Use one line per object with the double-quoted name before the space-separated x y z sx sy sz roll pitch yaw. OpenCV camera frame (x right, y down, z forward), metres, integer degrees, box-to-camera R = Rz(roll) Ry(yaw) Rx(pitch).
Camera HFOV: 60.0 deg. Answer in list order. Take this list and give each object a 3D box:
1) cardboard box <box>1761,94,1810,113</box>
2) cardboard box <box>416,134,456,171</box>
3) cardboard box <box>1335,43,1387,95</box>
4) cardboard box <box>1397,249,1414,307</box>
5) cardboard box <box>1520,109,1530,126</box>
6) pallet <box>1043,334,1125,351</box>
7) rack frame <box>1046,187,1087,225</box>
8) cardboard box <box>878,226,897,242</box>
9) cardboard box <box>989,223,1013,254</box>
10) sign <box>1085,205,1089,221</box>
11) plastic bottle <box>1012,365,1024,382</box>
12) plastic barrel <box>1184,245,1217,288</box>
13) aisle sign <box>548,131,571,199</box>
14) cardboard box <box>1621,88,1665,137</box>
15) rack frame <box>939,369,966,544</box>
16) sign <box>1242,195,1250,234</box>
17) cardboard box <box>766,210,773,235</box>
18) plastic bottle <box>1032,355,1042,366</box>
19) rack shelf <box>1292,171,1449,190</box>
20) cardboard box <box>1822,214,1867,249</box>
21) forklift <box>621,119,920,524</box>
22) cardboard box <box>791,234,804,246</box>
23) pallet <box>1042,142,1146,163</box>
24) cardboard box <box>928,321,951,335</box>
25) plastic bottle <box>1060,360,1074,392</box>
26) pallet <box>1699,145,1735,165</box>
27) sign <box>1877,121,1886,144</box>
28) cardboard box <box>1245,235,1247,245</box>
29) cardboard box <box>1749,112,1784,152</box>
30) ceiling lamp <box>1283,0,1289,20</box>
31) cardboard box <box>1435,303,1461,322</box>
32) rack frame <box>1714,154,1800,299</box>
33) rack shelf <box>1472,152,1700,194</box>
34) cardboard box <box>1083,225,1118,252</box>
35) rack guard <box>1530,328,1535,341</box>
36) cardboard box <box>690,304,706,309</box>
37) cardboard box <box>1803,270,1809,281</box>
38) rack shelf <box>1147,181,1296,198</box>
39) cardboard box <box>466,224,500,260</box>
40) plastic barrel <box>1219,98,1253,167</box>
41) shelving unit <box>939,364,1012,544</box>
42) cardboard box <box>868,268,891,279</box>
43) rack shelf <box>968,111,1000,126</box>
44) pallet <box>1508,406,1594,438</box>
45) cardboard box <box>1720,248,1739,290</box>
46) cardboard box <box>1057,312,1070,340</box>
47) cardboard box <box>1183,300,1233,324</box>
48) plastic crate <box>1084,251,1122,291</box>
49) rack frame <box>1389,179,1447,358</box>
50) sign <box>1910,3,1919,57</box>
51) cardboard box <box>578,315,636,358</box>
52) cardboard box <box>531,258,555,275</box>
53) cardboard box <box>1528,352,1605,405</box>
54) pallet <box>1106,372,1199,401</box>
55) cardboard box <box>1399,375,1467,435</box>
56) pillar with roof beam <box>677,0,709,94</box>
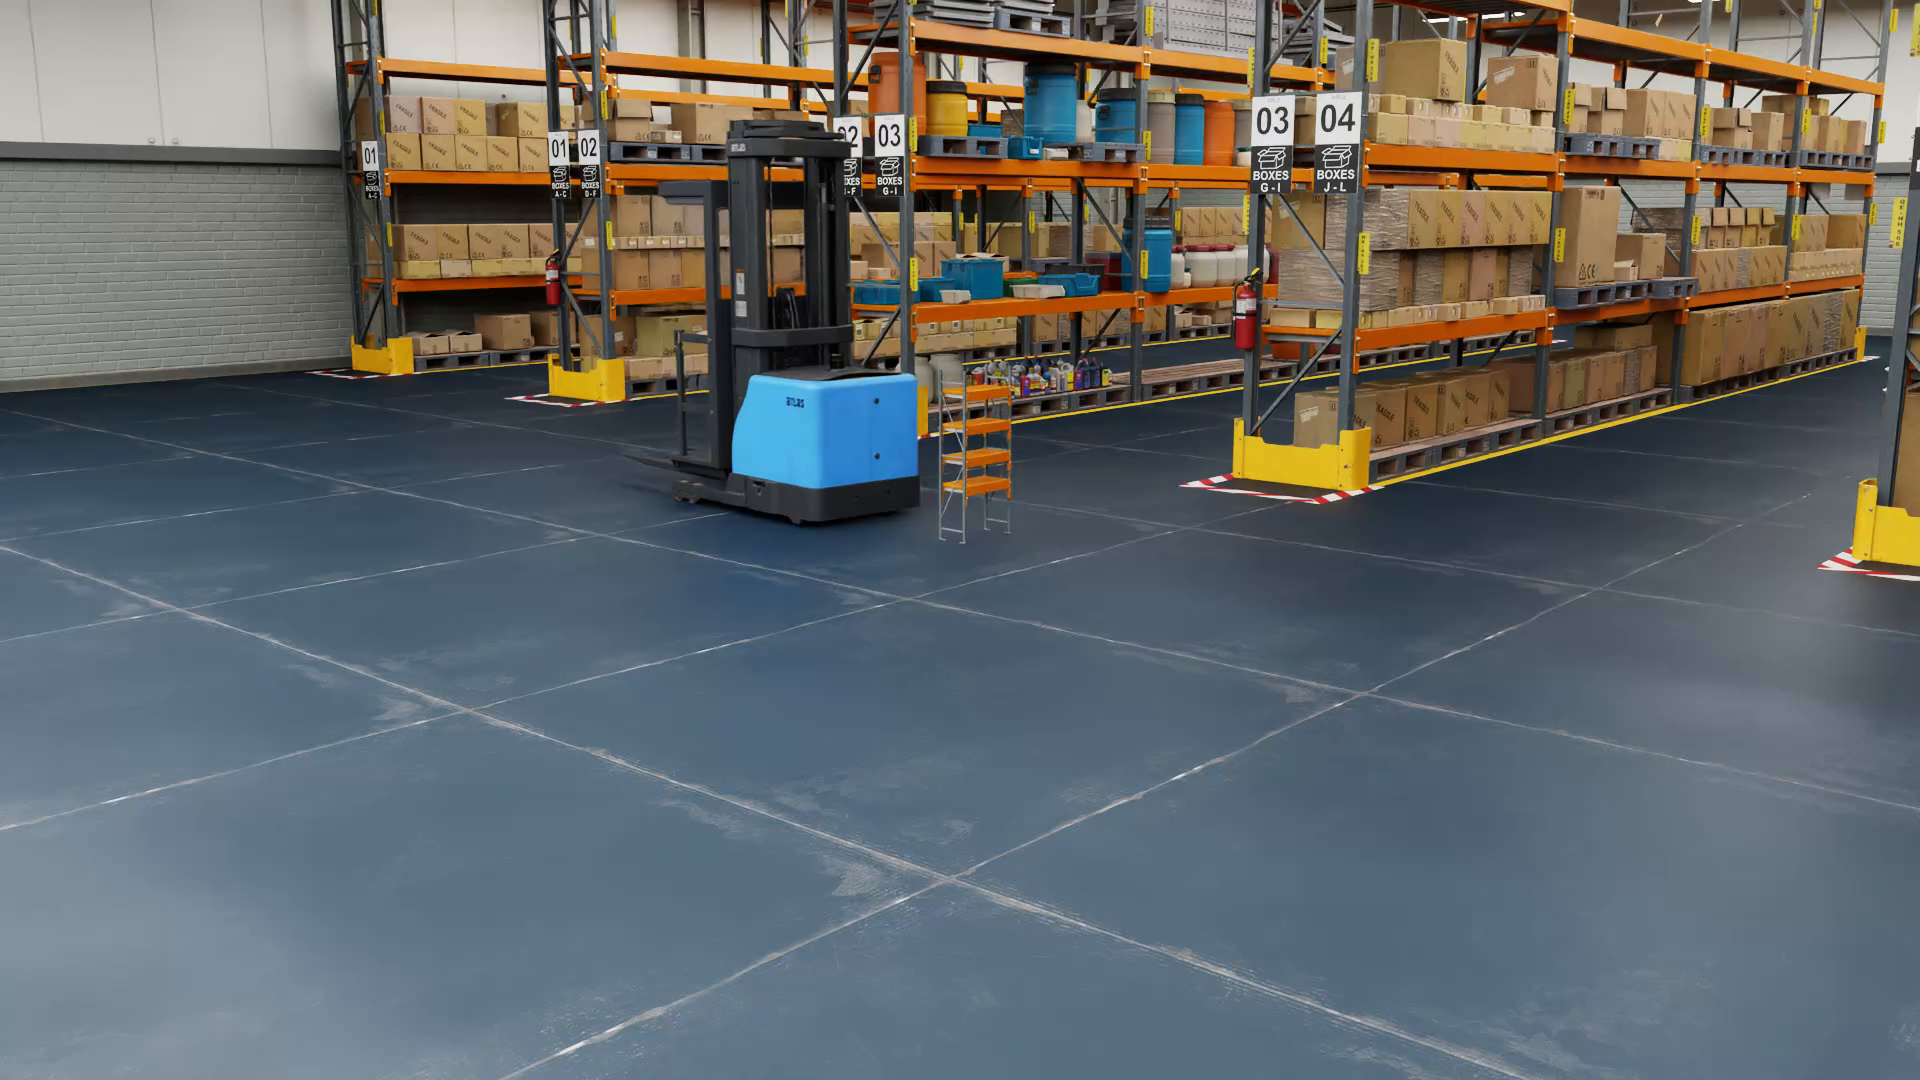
"cardboard box" 11.394 -6.005 22.961 0.500 0.250 0.500 9 14 37
"cardboard box" -7.525 -5.501 23.632 0.500 0.500 0.500 -11 16 -44
"cardboard box" 3.680 -4.131 14.785 0.500 0.500 0.500 10 15 40
"cardboard box" 3.471 -2.320 14.656 0.875 0.500 0.500 10 15 40
"cardboard box" 5.145 -3.980 15.685 0.380 0.149 0.250 9 14 38
"pallet" 2.016 -3.334 27.863 1.003 0.211 1.213 10 15 40
"rack frame" 2.247 -6.234 35.267 1.000 3.000 0.127 10 15 40
"cardboard box" -1.502 -5.527 30.658 0.500 0.500 0.500 10 15 42
"cardboard box" 0.462 -5.977 33.214 0.980 0.700 0.700 9 15 39
"sign" 2.645 -6.846 34.768 0.100 0.325 0.005 10 15 40
"plastic bottle" 0.645 -1.897 19.382 0.152 0.276 0.135 10 15 40
"plastic barrel" 3.048 -3.475 21.104 0.433 0.535 0.433 0 11 0
"aisle sign" -4.856 -4.544 20.164 0.394 0.787 0.004 10 15 40
"cardboard box" 7.332 -4.651 18.149 0.500 0.500 0.500 10 15 41
"rack frame" -0.052 -0.577 11.536 0.240 1.200 0.015 10 15 40
"sign" 2.444 -2.757 14.091 0.100 0.325 0.005 10 15 40
"cardboard box" -2.903 -4.300 22.014 0.700 0.500 0.500 10 15 40
"plastic bottle" 0.923 -2.040 19.904 0.144 0.351 0.185 10 15 42
"rack shelf" 5.728 -5.189 24.210 1.077 0.370 4.000 10 15 40
"cardboard box" 13.285 -4.648 25.030 0.500 0.500 0.500 10 15 41
"forklift" -1.657 -1.781 13.146 1.130 2.935 3.031 -10 15 -41
"cardboard box" -2.305 -4.053 22.435 0.380 0.149 0.250 9 15 39
"pallet" 1.364 -4.448 19.144 1.213 0.211 1.003 10 15 40
"cardboard box" -0.477 -3.216 24.673 0.500 0.311 0.500 10 15 42
"plastic bottle" 1.219 -1.897 19.190 0.144 0.351 0.185 10 15 40
"pallet" 8.513 -4.616 19.988 1.213 0.211 1.003 11 16 43
"sign" 13.807 -6.107 24.913 0.100 0.325 0.005 10 15 40
"cardboard box" 5.206 -5.393 30.798 0.500 0.500 0.500 10 15 41
"cardboard box" 10.393 -5.364 21.922 0.700 0.500 0.500 10 15 42
"ceiling lamp" 5.915 -12.107 34.450 2.000 3.185 0.800 10 15 40
"cardboard box" 4.277 -2.055 14.984 0.380 0.149 0.250 10 15 40
"rack frame" 10.769 -3.725 22.701 1.000 3.000 0.127 10 15 40
"rack shelf" 6.808 -3.960 18.058 1.077 0.370 4.000 10 15 40
"cardboard box" 2.210 -4.993 27.724 0.700 0.500 0.500 6 13 26
"rack guard" 9.695 -3.733 29.124 1.175 0.500 0.348 10 15 40
"cardboard box" -4.531 -3.722 27.945 0.700 0.500 0.500 10 15 41
"cardboard box" 11.560 -3.679 23.116 0.380 0.149 0.250 10 15 42
"rack shelf" 4.650 -6.418 30.366 1.077 0.370 4.000 10 15 40
"cardboard box" -7.095 -4.362 24.311 0.500 0.500 0.500 9 14 39
"plastic barrel" 3.702 -5.400 22.153 0.600 0.901 0.600 0 11 0
"shelving unit" 0.109 -0.613 11.716 0.258 1.200 0.503 10 15 40
"cardboard box" -1.213 -3.810 23.768 0.380 0.149 0.250 10 15 40
"rack shelf" 0.926 -8.333 33.315 1.077 0.370 4.000 10 15 40
"pallet" 6.000 -1.295 17.655 1.003 0.211 1.213 10 15 40
"cardboard box" 9.328 -3.373 20.687 0.500 0.500 0.500 9 15 39
"cardboard box" 1.546 -3.515 26.911 0.500 0.500 0.500 9 14 38
"cardboard box" 4.566 -4.275 30.705 0.797 0.503 0.637 10 15 40
"plastic crate" 1.857 -3.330 20.563 0.402 0.464 0.583 10 15 40
"rack frame" 7.048 -4.365 25.907 1.000 3.000 0.127 10 15 40
"sign" 6.108 -3.241 10.565 0.100 0.325 0.005 10 15 40
"cardboard box" -4.461 -2.583 21.019 0.500 0.500 0.500 10 15 40
"cardboard box" -6.415 -4.148 25.153 0.500 0.250 0.500 10 15 40
"cardboard box" 6.607 -1.775 18.200 0.700 0.500 0.500 8 14 36
"pallet" 2.256 -1.941 20.891 1.003 0.211 1.213 10 15 40
"cardboard box" 4.470 -1.287 15.808 0.500 0.500 0.500 8 14 35
"pillar with roof beam" -1.308 -7.363 25.602 9.100 9.000 0.400 10 15 40
